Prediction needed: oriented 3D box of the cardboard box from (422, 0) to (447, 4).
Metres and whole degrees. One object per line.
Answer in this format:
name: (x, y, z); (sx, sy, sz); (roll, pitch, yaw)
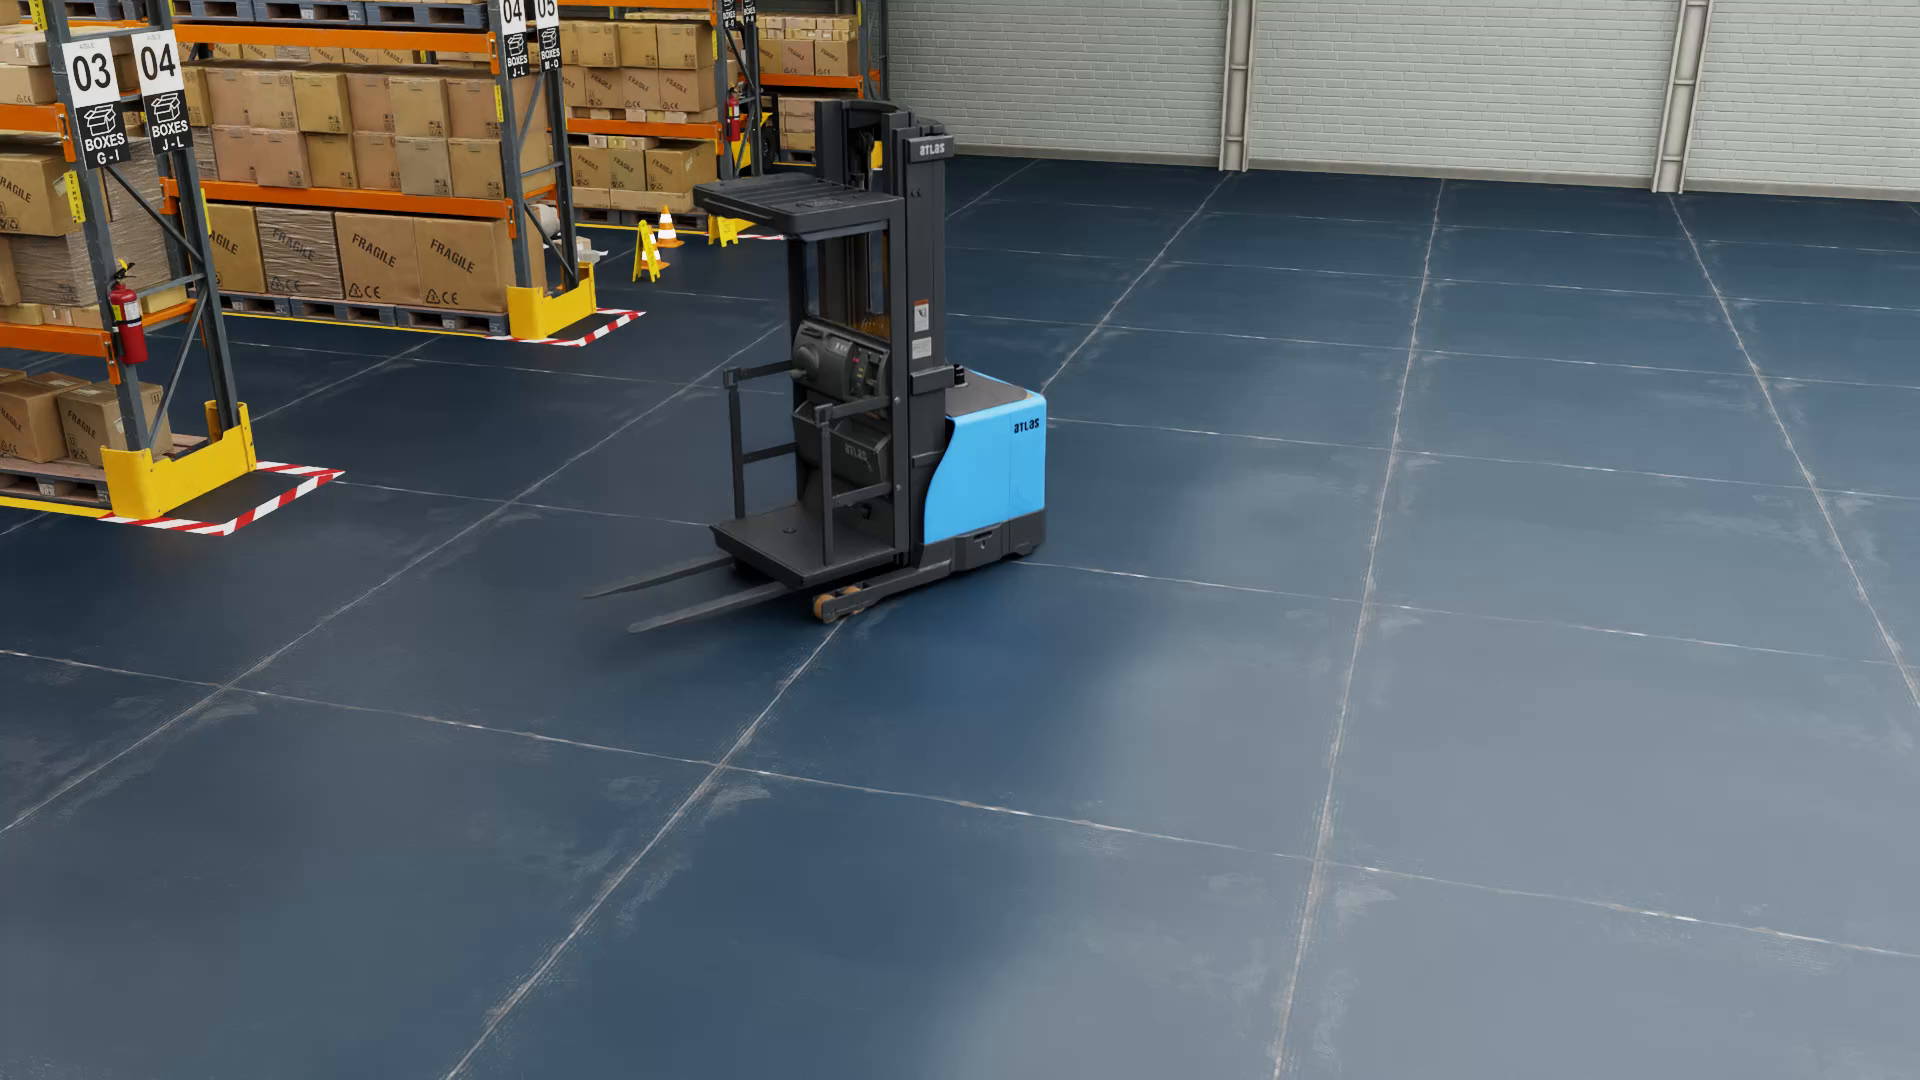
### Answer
cardboard box: (-4.698, -4.988, 15.171); (0.250, 0.149, 0.380); (7, 23, 16)

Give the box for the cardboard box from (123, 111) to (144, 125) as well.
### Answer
cardboard box: (-8.347, -4.534, 16.922); (0.500, 0.500, 0.700); (6, 23, 15)

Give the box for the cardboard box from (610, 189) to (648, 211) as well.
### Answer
cardboard box: (-4.053, -4.317, 20.911); (0.500, 0.250, 0.500); (7, 23, 16)

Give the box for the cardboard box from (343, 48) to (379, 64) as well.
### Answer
cardboard box: (-7.521, -6.182, 21.311); (0.500, 0.500, 0.500); (7, 23, 16)

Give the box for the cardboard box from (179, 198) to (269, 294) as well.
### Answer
cardboard box: (-7.288, -3.090, 17.097); (0.875, 0.875, 0.875); (7, 23, 16)

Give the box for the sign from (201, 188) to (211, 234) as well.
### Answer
sign: (-5.414, -2.341, 11.884); (0.005, 0.325, 0.100); (7, 23, 16)

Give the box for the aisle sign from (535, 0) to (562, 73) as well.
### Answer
aisle sign: (-3.886, -4.838, 15.688); (0.004, 0.787, 0.394); (7, 23, 16)

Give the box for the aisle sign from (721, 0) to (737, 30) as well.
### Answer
aisle sign: (-2.732, -6.435, 19.579); (0.004, 0.787, 0.394); (7, 23, 16)

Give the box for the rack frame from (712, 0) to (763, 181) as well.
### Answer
rack frame: (-2.708, -5.344, 20.346); (0.127, 3.000, 1.000); (7, 23, 16)

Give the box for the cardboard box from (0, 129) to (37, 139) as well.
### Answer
cardboard box: (-6.974, -2.661, 11.963); (0.500, 0.500, 0.500); (7, 23, 16)

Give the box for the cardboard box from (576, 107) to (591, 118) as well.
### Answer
cardboard box: (-4.585, -5.366, 20.729); (0.250, 0.149, 0.380); (7, 23, 16)

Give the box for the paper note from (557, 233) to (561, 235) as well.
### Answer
paper note: (-4.864, -3.768, 20.415); (0.148, 0.019, 0.142); (-1, 22, -3)

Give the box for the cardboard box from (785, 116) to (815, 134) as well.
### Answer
cardboard box: (-2.311, -6.300, 25.087); (0.500, 0.250, 0.500); (6, 23, 15)

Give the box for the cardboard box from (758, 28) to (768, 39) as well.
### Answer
cardboard box: (-2.925, -7.562, 24.767); (0.250, 0.149, 0.380); (7, 23, 16)

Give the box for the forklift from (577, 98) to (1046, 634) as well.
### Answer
forklift: (-0.893, -1.083, 10.047); (3.031, 2.935, 1.130); (-17, 28, -36)

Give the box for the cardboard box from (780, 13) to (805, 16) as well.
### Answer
cardboard box: (-2.527, -7.863, 25.109); (0.250, 0.149, 0.380); (7, 23, 17)

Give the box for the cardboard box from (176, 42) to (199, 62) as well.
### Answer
cardboard box: (-10.003, -6.466, 22.003); (0.500, 0.500, 0.500); (6, 23, 14)

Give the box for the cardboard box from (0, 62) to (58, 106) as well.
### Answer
cardboard box: (-6.105, -3.022, 10.931); (0.500, 0.250, 0.500); (7, 23, 17)

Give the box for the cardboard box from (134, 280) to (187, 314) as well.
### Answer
cardboard box: (-5.774, -1.745, 11.903); (0.250, 0.149, 0.380); (7, 23, 16)

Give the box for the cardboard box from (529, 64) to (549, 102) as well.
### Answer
cardboard box: (-5.232, -5.711, 20.715); (0.500, 0.500, 0.500); (6, 23, 15)

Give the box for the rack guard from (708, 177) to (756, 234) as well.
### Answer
rack guard: (-2.780, -4.196, 20.840); (0.348, 0.500, 1.175); (7, 23, 16)

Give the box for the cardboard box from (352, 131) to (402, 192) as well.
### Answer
cardboard box: (-5.442, -3.787, 16.353); (0.550, 0.550, 0.875); (7, 23, 16)

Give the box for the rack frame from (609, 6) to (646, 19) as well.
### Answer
rack frame: (-5.107, -7.586, 25.812); (0.127, 3.000, 1.000); (7, 23, 16)

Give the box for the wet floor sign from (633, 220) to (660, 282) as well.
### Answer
wet floor sign: (-3.441, -3.161, 18.127); (0.232, 0.644, 0.267); (3, 22, 6)

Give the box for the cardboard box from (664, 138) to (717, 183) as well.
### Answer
cardboard box: (-3.423, -4.804, 21.112); (0.500, 0.500, 0.500); (6, 23, 14)

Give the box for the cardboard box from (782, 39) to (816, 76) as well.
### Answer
cardboard box: (-2.318, -7.213, 24.770); (0.500, 0.500, 0.500); (7, 23, 17)

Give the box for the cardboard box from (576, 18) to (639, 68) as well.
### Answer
cardboard box: (-4.260, -6.044, 20.211); (0.500, 0.500, 0.700); (6, 23, 15)

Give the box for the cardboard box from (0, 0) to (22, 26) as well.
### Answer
cardboard box: (-6.913, -3.807, 11.464); (0.500, 0.500, 0.500); (6, 23, 15)

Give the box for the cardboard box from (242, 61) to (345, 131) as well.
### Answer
cardboard box: (-6.489, -4.362, 16.331); (0.550, 0.550, 0.875); (7, 23, 16)

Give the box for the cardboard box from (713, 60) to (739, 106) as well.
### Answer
cardboard box: (-3.081, -5.681, 20.642); (0.500, 0.500, 0.500); (6, 23, 15)

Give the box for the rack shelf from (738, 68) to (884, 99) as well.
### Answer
rack shelf: (-3.192, -7.034, 25.414); (4.000, 0.370, 1.077); (7, 23, 16)

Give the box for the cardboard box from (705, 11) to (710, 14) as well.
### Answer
cardboard box: (-3.728, -8.038, 25.535); (0.250, 0.149, 0.380); (6, 23, 15)

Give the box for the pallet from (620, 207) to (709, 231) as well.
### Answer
pallet: (-3.548, -4.164, 21.143); (1.213, 0.211, 1.003); (7, 23, 16)

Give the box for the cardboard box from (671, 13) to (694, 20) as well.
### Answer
cardboard box: (-4.147, -7.842, 25.056); (0.250, 0.149, 0.380); (7, 23, 17)

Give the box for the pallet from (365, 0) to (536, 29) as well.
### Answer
pallet: (-4.754, -4.959, 15.571); (1.213, 0.211, 1.003); (7, 23, 16)

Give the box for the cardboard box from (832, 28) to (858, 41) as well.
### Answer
cardboard box: (-1.690, -7.430, 24.446); (0.250, 0.149, 0.380); (7, 23, 16)

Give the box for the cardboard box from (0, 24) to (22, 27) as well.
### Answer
cardboard box: (-6.736, -3.491, 11.548); (0.250, 0.149, 0.380); (6, 23, 15)

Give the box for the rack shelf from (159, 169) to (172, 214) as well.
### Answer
rack shelf: (-9.785, -3.859, 17.674); (4.000, 0.370, 1.077); (7, 23, 16)

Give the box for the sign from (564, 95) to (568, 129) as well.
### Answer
sign: (-3.875, -4.173, 16.245); (0.005, 0.325, 0.100); (7, 23, 16)

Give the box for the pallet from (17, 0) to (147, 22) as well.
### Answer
pallet: (-8.762, -5.355, 16.671); (1.217, 0.209, 0.805); (6, 23, 13)

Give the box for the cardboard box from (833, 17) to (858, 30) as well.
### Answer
cardboard box: (-1.681, -7.595, 24.454); (0.250, 0.149, 0.380); (7, 23, 16)

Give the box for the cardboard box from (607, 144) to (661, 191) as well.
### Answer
cardboard box: (-4.050, -4.662, 20.765); (0.500, 0.500, 0.500); (7, 23, 17)

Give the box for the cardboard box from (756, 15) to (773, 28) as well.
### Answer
cardboard box: (-2.932, -7.698, 24.706); (0.250, 0.149, 0.380); (7, 23, 17)

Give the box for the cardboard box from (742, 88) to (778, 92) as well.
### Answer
cardboard box: (-3.126, -6.825, 25.708); (0.500, 0.250, 0.500); (6, 23, 14)

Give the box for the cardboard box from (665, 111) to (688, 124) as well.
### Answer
cardboard box: (-3.402, -5.179, 20.273); (0.250, 0.149, 0.380); (6, 23, 15)

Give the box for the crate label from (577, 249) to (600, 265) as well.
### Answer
crate label: (-4.258, -3.221, 18.942); (0.298, 0.136, 0.250); (-5, 23, -12)

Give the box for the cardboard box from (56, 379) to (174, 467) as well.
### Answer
cardboard box: (-6.163, -0.856, 12.144); (0.500, 0.500, 0.500); (11, 25, 25)
